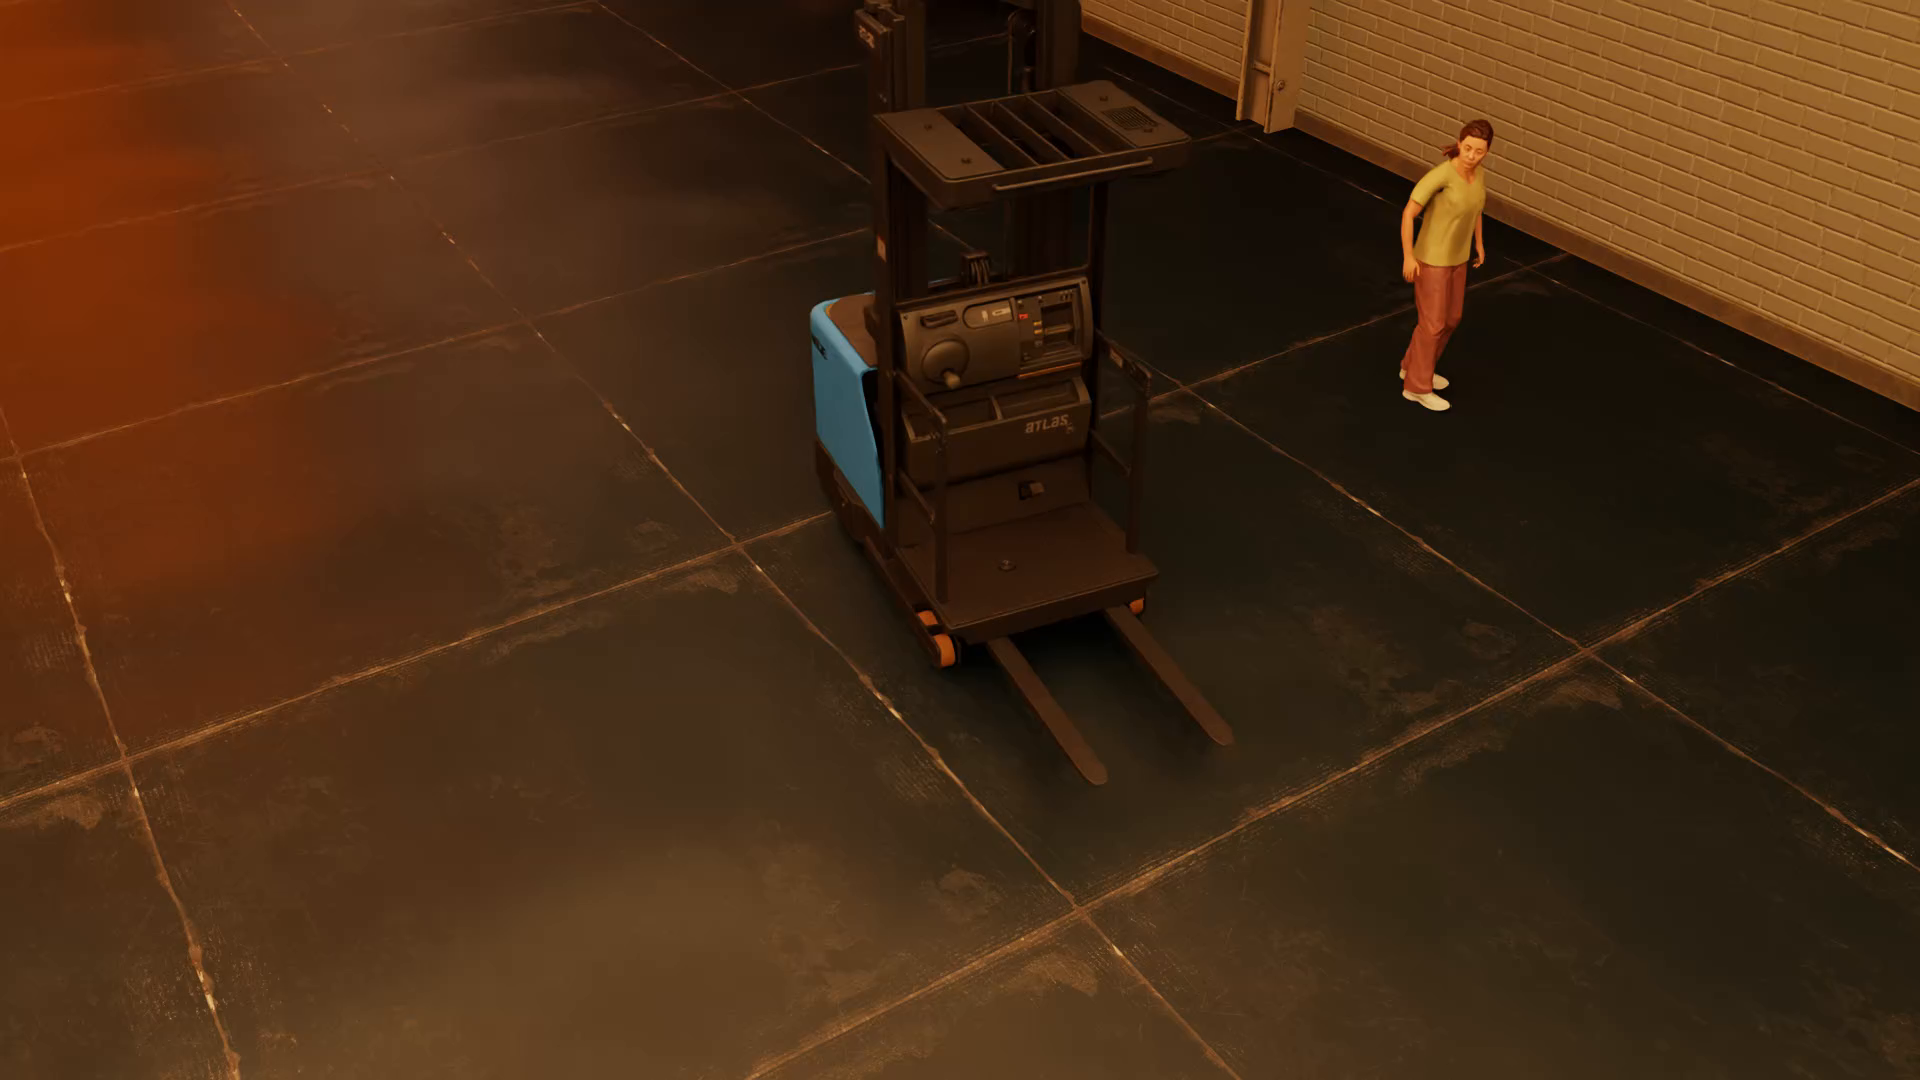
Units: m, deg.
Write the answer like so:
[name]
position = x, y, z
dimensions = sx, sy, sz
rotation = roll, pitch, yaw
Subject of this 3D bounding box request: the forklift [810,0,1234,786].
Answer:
[forklift]
position = 0.261, -0.877, 7.396
dimensions = 1.130, 2.935, 3.031
rotation = -14, 37, -19

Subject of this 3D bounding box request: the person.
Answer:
[person]
position = 2.810, -1.574, 9.493
dimensions = 0.651, 1.661, 0.468
rotation = -25, 42, -31
